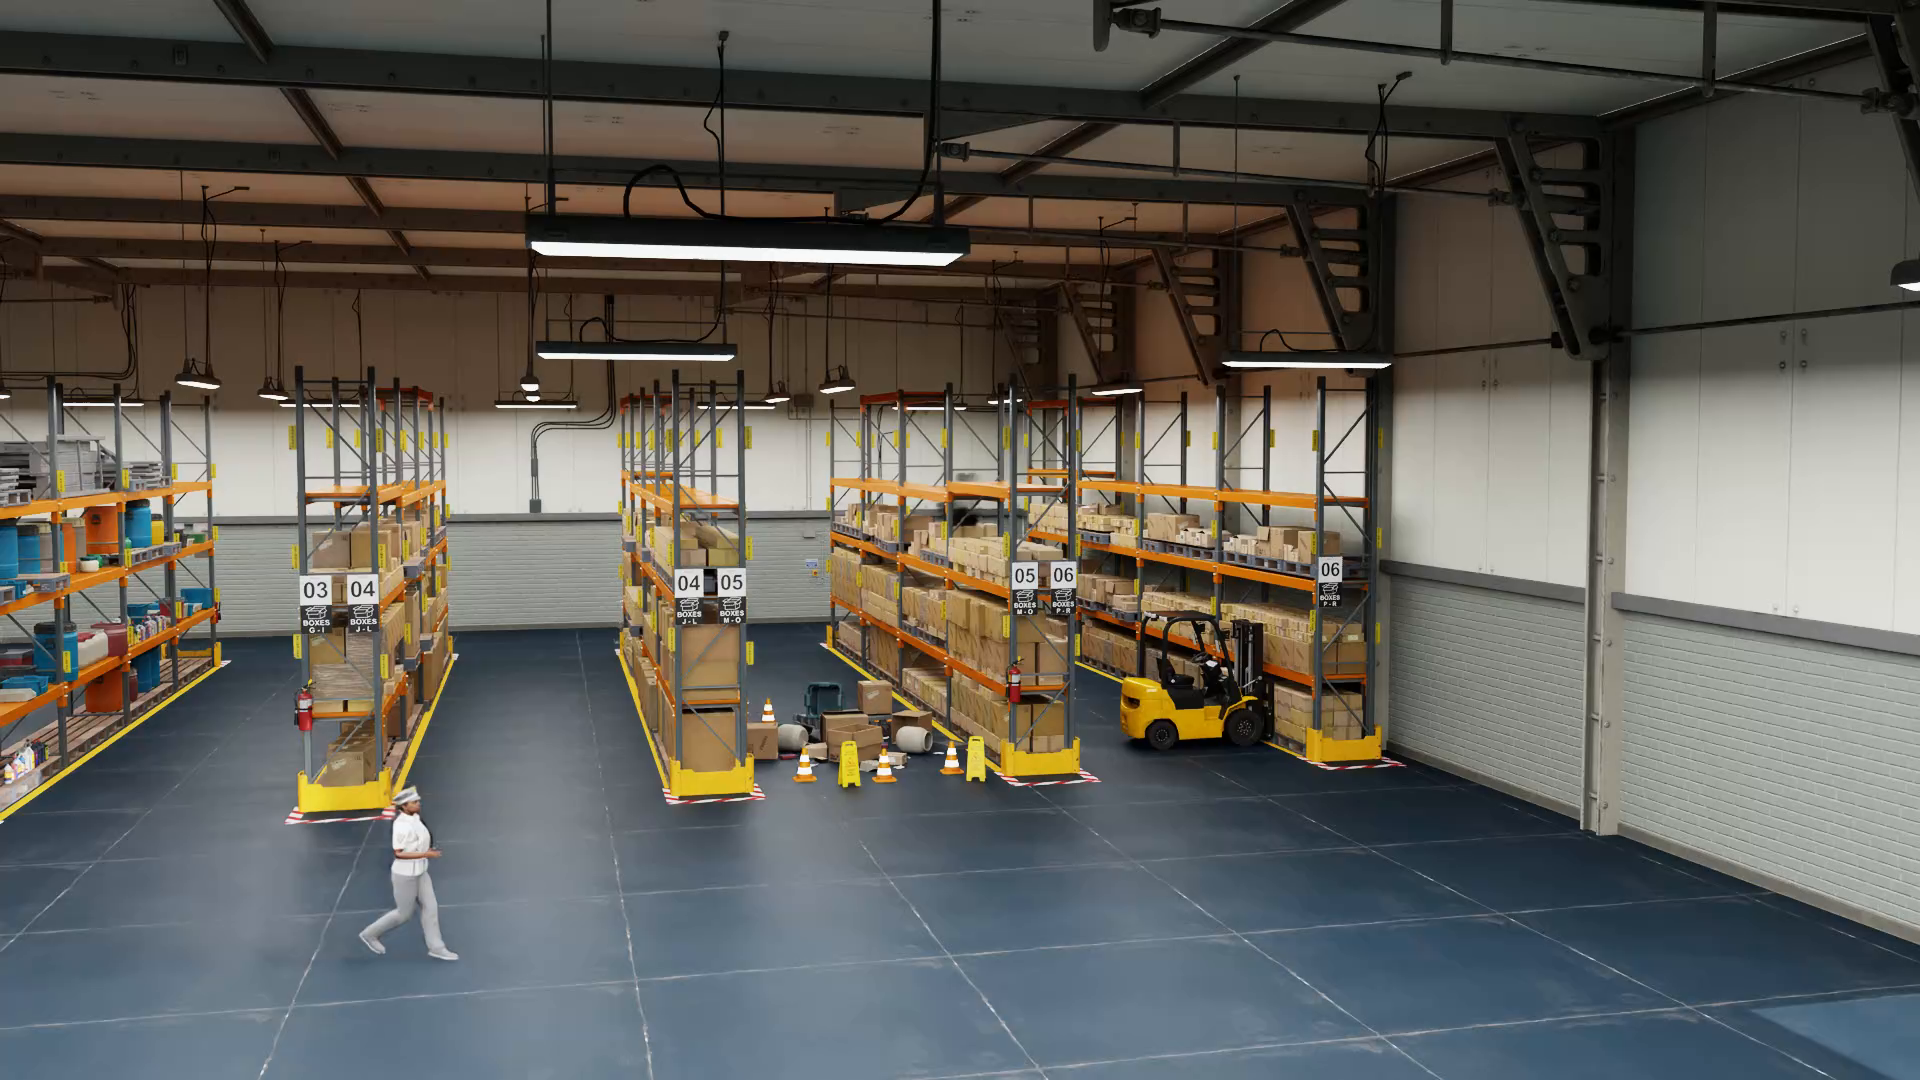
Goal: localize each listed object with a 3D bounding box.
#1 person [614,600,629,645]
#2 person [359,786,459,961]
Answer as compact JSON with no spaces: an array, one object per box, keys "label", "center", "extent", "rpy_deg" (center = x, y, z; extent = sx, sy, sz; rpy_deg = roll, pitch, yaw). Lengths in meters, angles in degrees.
[{"label":"person","center":[-8.028,1.786,40.430],"extent":[0.844,1.604,0.662],"rpy_deg":[0,3,-6]},{"label":"person","center":[-5.278,3.195,15.910],"extent":[0.920,1.699,0.579],"rpy_deg":[0,3,2]}]
